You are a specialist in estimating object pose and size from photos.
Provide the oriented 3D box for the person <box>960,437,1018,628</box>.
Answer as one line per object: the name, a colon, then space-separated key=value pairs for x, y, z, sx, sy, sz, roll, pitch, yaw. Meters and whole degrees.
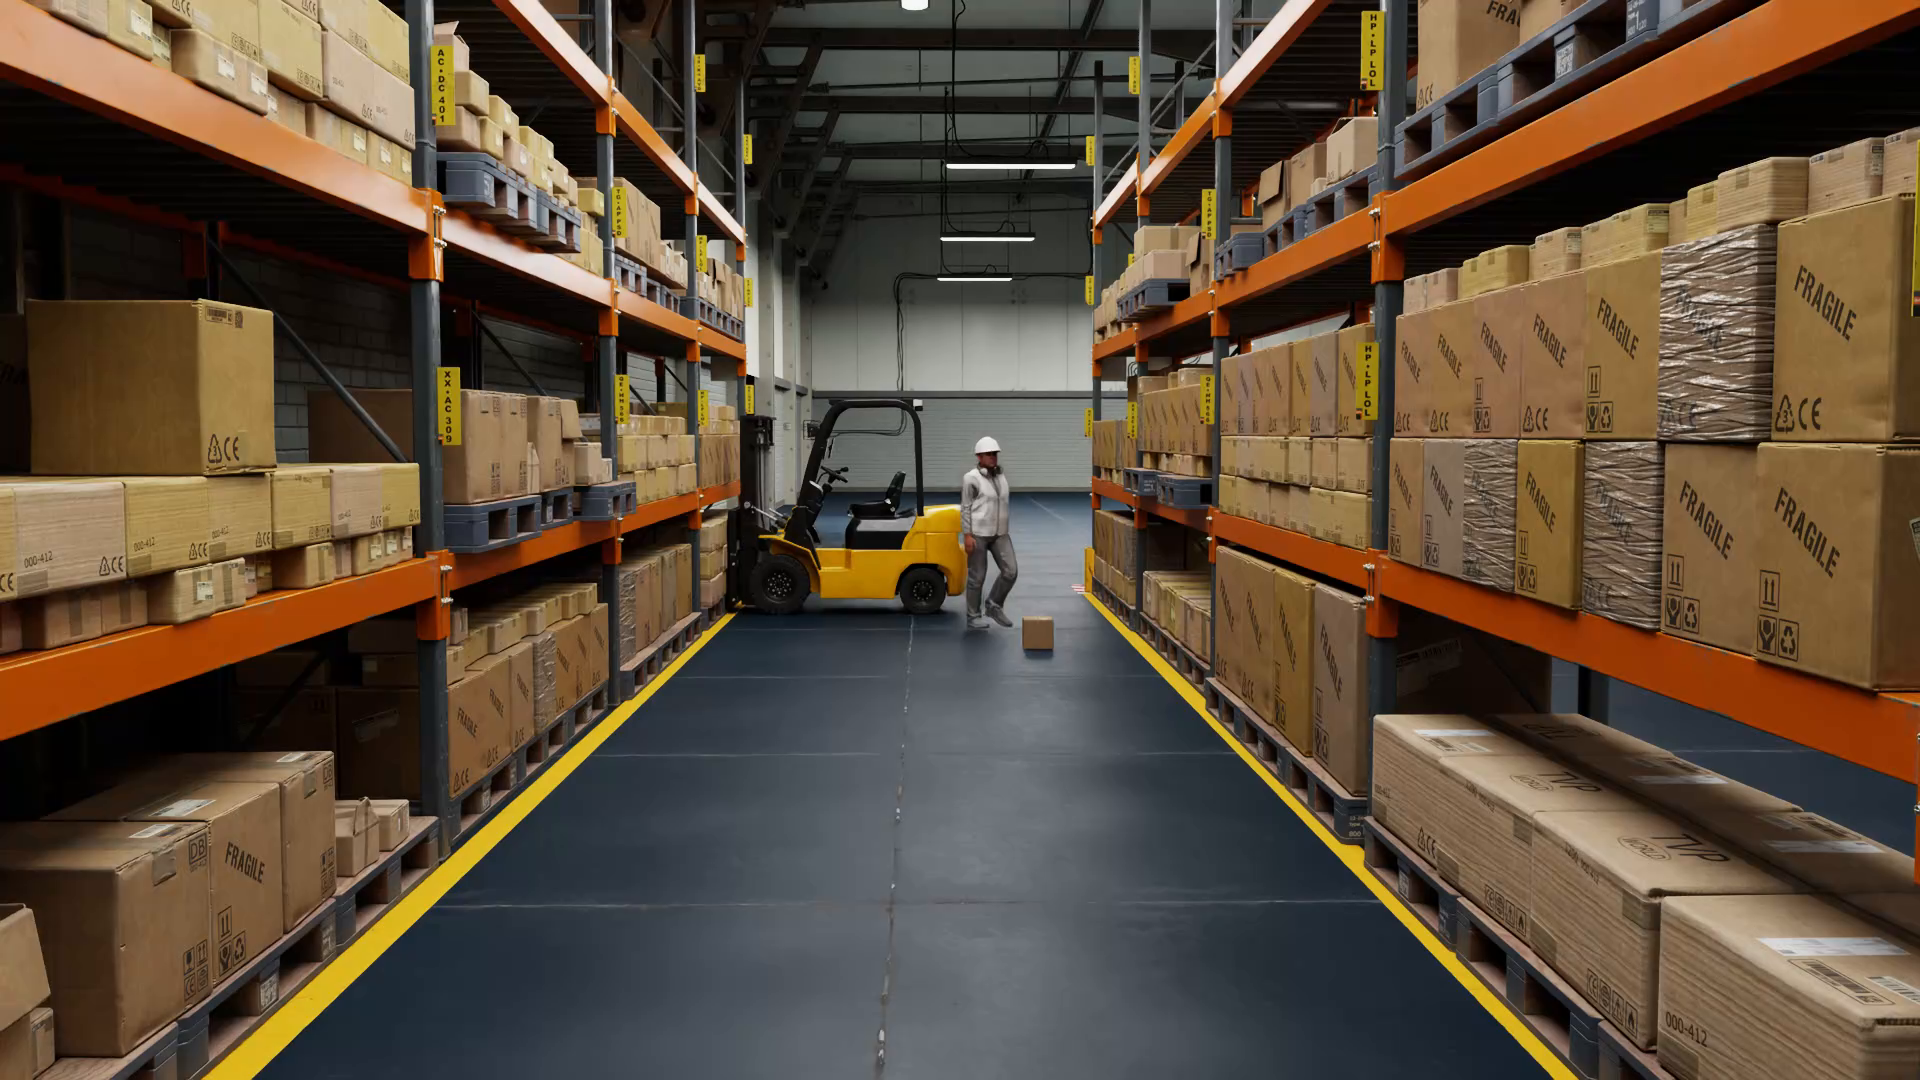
person: x=0.224 y=-0.064 z=15.224 sx=0.564 sy=1.756 sz=0.529 roll=-2 pitch=4 yaw=-34
